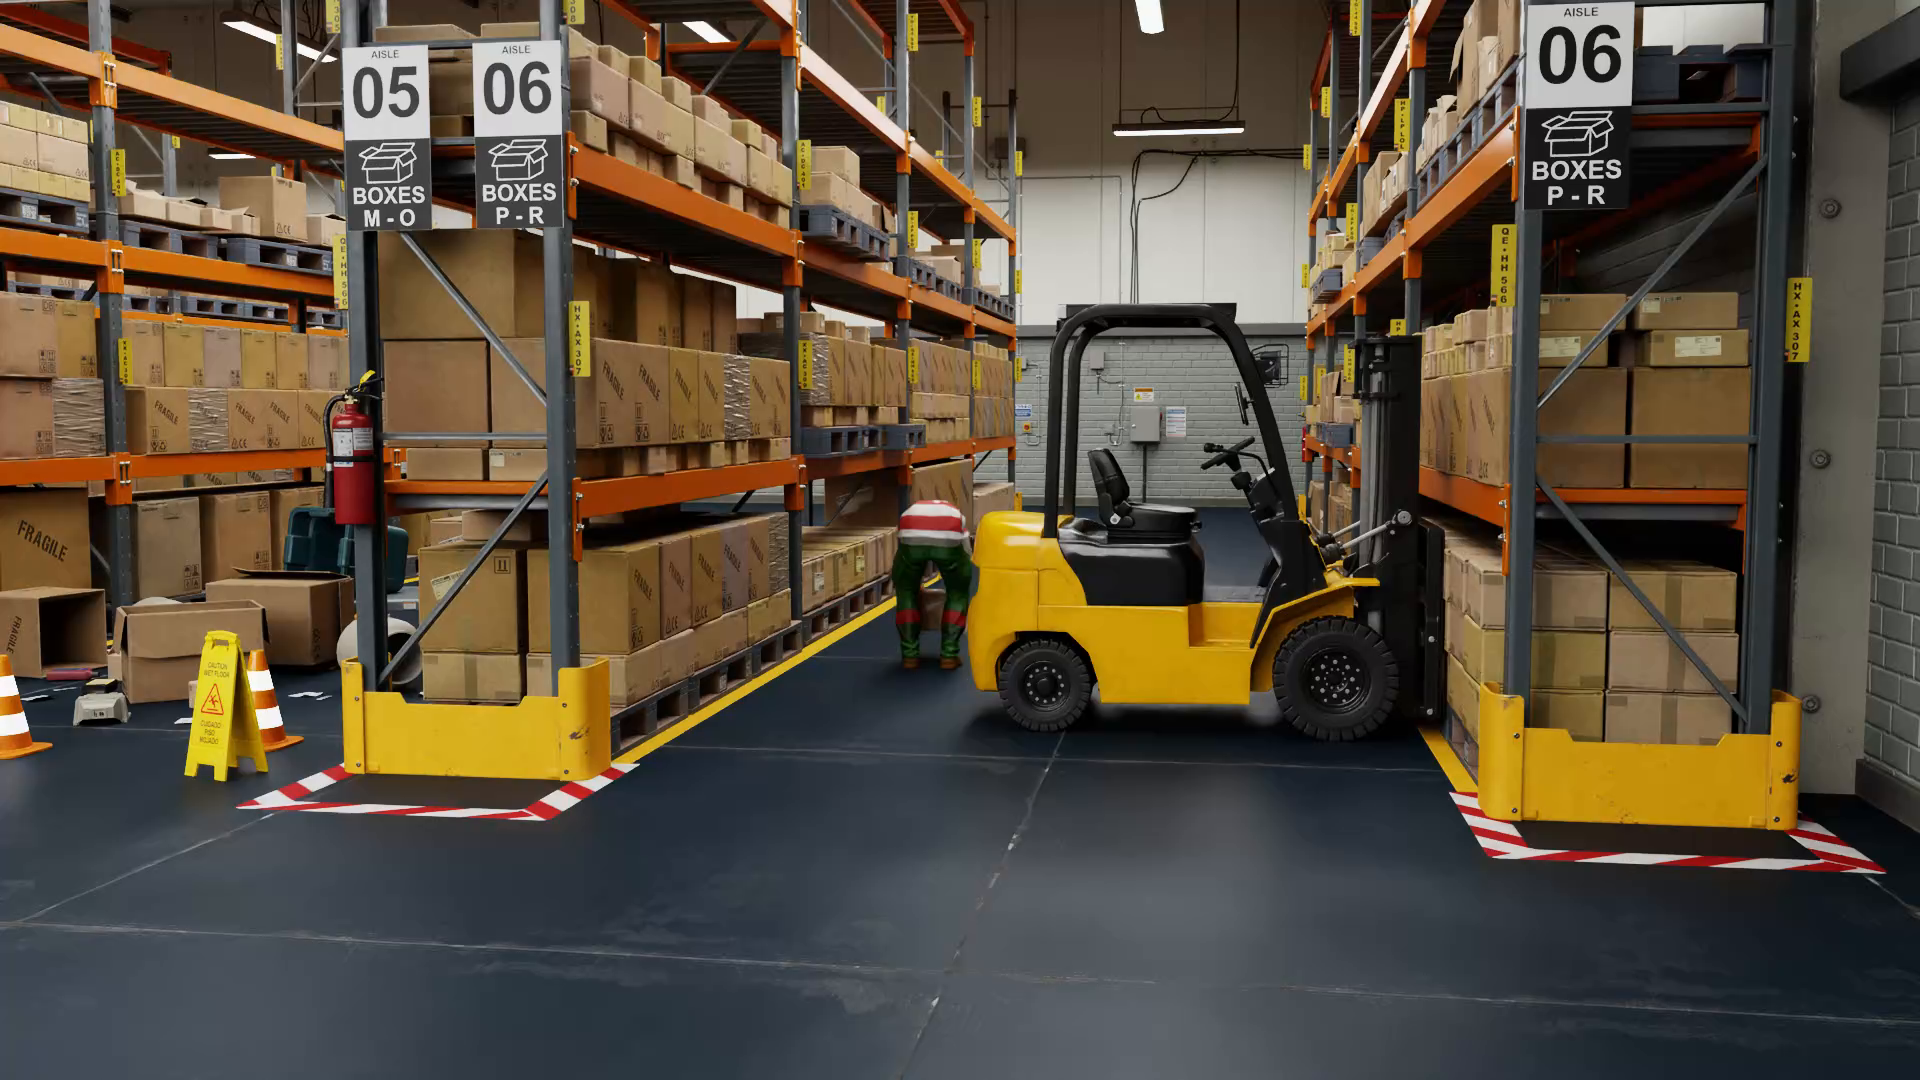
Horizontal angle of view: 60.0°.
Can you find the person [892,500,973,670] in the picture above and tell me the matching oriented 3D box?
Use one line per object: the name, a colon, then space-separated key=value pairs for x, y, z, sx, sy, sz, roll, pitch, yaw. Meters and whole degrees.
person: x=-0.168 y=0.261 z=10.742 sx=0.518 sy=1.060 sz=0.962 roll=0 pitch=4 yaw=4
